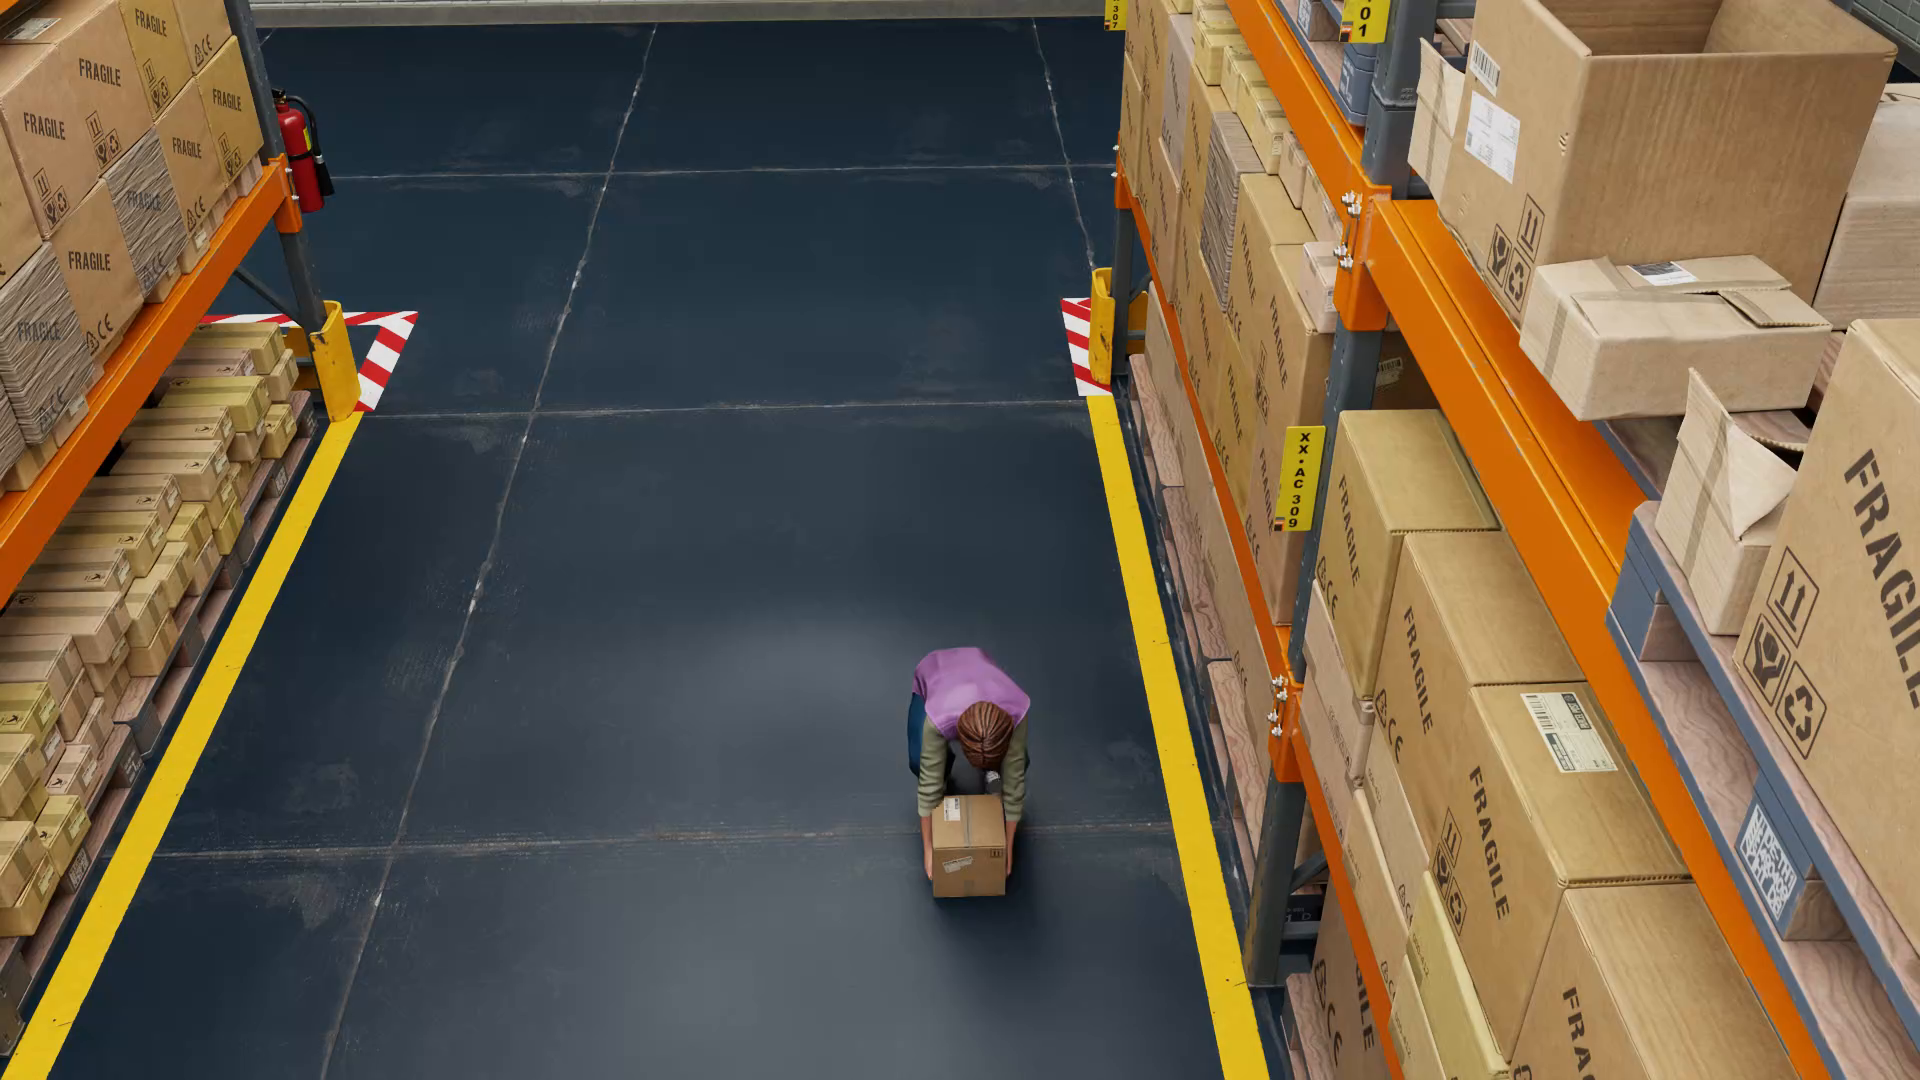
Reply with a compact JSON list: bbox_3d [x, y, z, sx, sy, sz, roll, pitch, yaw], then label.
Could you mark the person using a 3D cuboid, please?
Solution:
[{"bbox_3d":[0.028,0.708,5.937,0.433,0.769,0.811,-2,36,-2],"label":"person"}]
